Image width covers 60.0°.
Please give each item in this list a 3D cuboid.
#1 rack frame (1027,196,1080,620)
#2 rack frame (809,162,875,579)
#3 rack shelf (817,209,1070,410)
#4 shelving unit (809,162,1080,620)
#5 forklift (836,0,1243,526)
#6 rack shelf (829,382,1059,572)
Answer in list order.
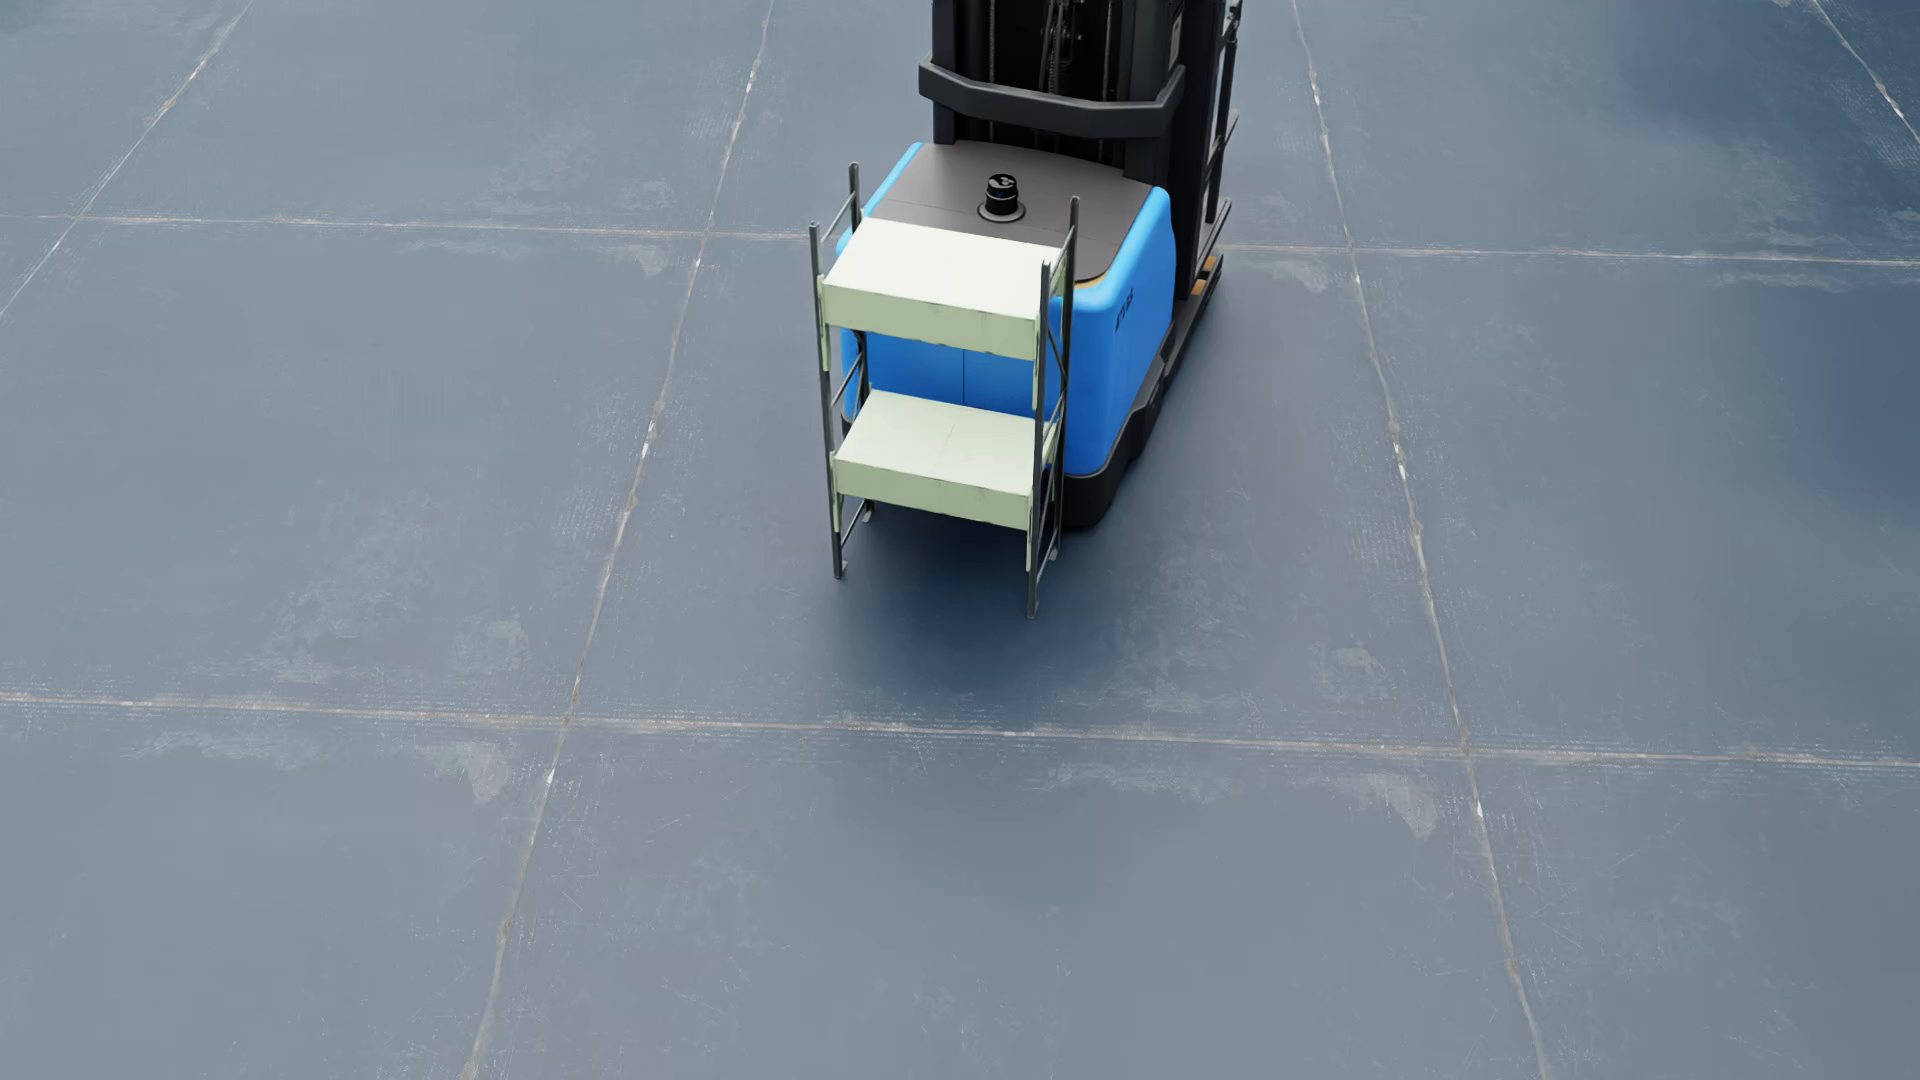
[{"bbox_3d":[0.308,-0.395,5.574,0.023,1.500,0.400,11,44,12],"label":"rack frame"},{"bbox_3d":[-0.394,-0.538,5.727,0.023,1.500,0.400,11,44,12],"label":"rack frame"},{"bbox_3d":[-0.043,-0.752,5.385,0.720,0.370,0.431,11,44,12],"label":"rack shelf"},{"bbox_3d":[-0.043,-0.467,5.651,0.755,1.500,0.431,11,44,12],"label":"shelving unit"},{"bbox_3d":[0.532,-2.141,6.398,1.130,2.935,3.031,14,45,15],"label":"forklift"},{"bbox_3d":[-0.043,-0.228,5.873,0.720,0.370,0.431,11,44,12],"label":"rack shelf"}]
